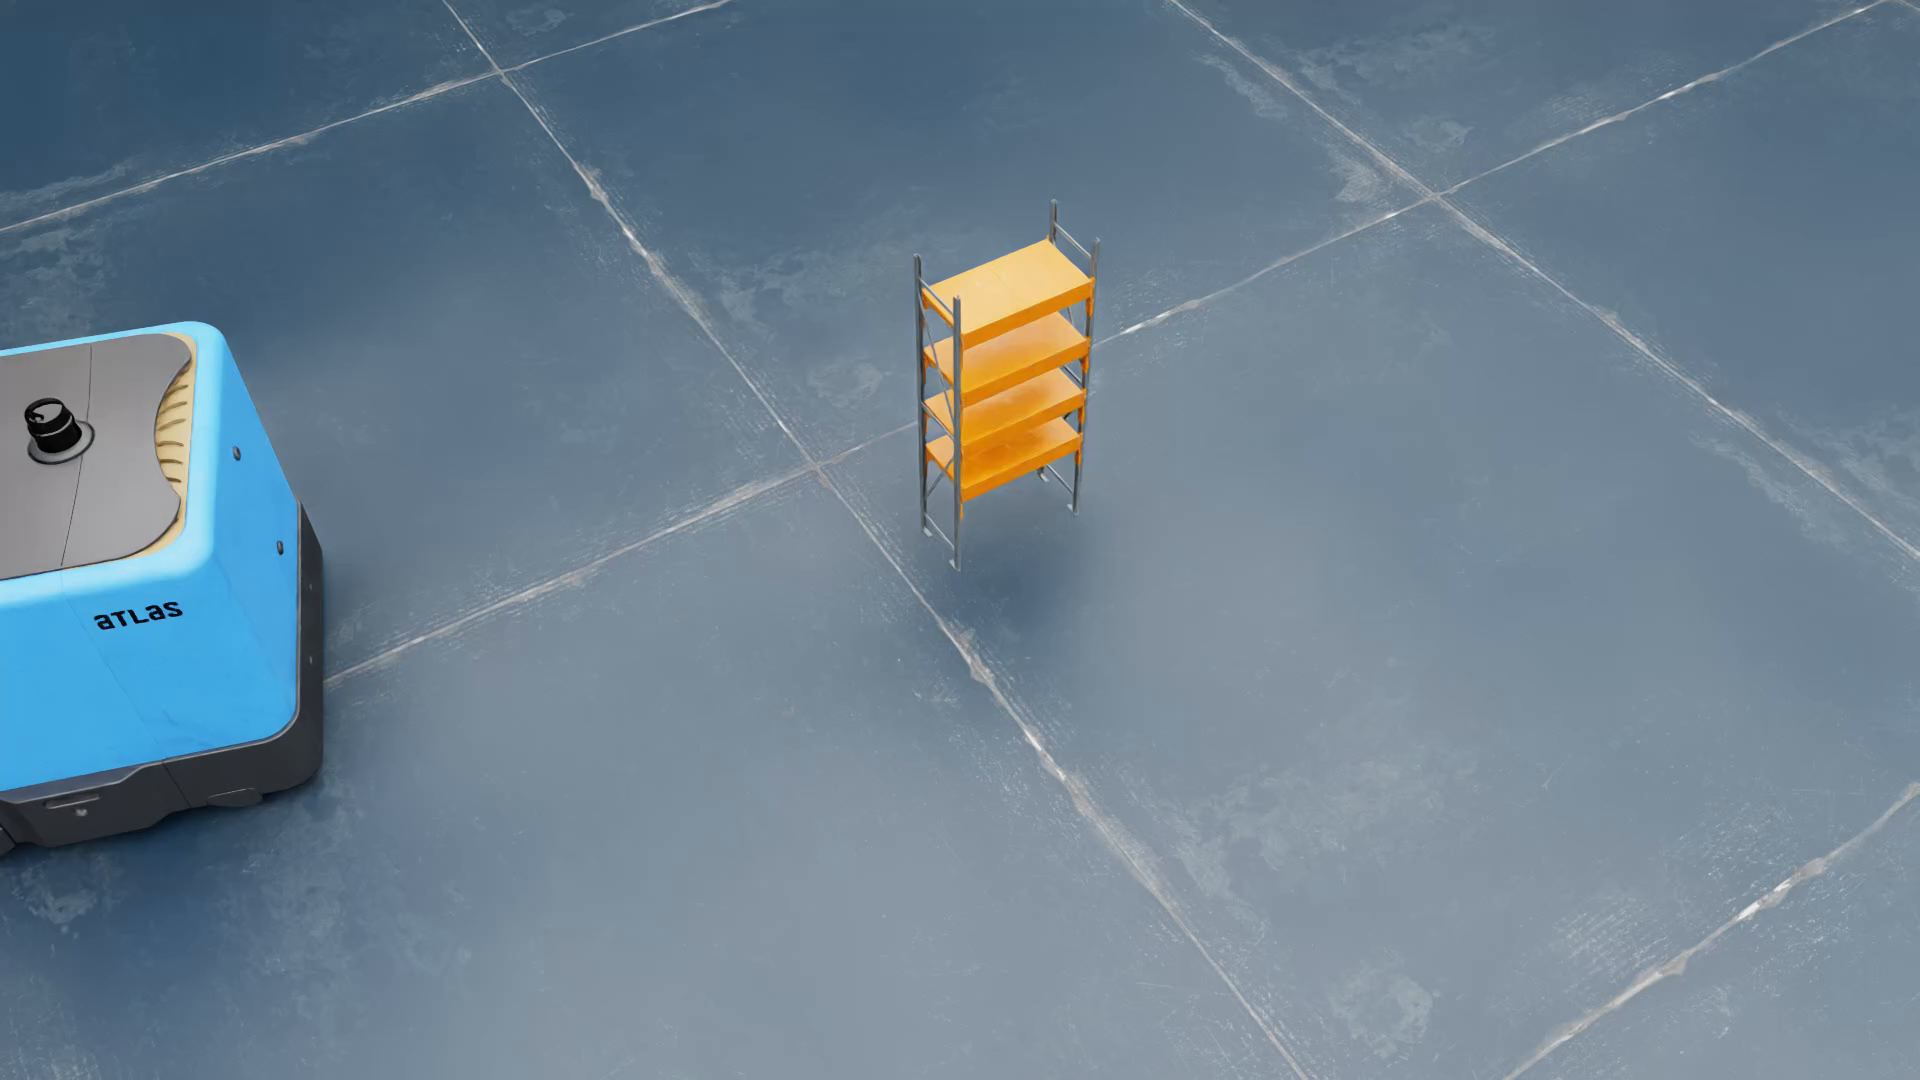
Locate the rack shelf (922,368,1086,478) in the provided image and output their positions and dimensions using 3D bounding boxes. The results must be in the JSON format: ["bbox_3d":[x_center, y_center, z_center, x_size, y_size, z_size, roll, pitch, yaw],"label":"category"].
[{"bbox_3d":[0.140,-0.420,5.411,0.480,0.148,0.258,-25,53,-21],"label":"rack shelf"}]

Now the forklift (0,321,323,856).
[{"bbox_3d":[-3.515,-0.296,4.051,3.031,2.935,1.130,-11,49,-10],"label":"forklift"}]

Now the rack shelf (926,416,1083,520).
[{"bbox_3d":[0.140,-0.288,5.559,0.480,0.148,0.258,-25,53,-21],"label":"rack shelf"}]

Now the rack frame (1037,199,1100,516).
[{"bbox_3d":[0.346,-0.562,5.447,0.015,1.200,0.240,-25,53,-21],"label":"rack frame"}]

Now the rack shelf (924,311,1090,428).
[{"bbox_3d":[0.140,-0.569,5.244,0.480,0.148,0.258,-25,53,-21],"label":"rack shelf"}]

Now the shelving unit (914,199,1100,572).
[{"bbox_3d":[0.140,-0.465,5.361,0.503,1.200,0.258,-25,53,-21],"label":"shelving unit"}]

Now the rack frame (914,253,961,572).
[{"bbox_3d":[-0.066,-0.368,5.274,0.015,1.200,0.240,-25,53,-21],"label":"rack frame"}]

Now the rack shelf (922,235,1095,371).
[{"bbox_3d":[0.140,-0.726,5.067,0.480,0.148,0.258,-25,53,-21],"label":"rack shelf"}]
